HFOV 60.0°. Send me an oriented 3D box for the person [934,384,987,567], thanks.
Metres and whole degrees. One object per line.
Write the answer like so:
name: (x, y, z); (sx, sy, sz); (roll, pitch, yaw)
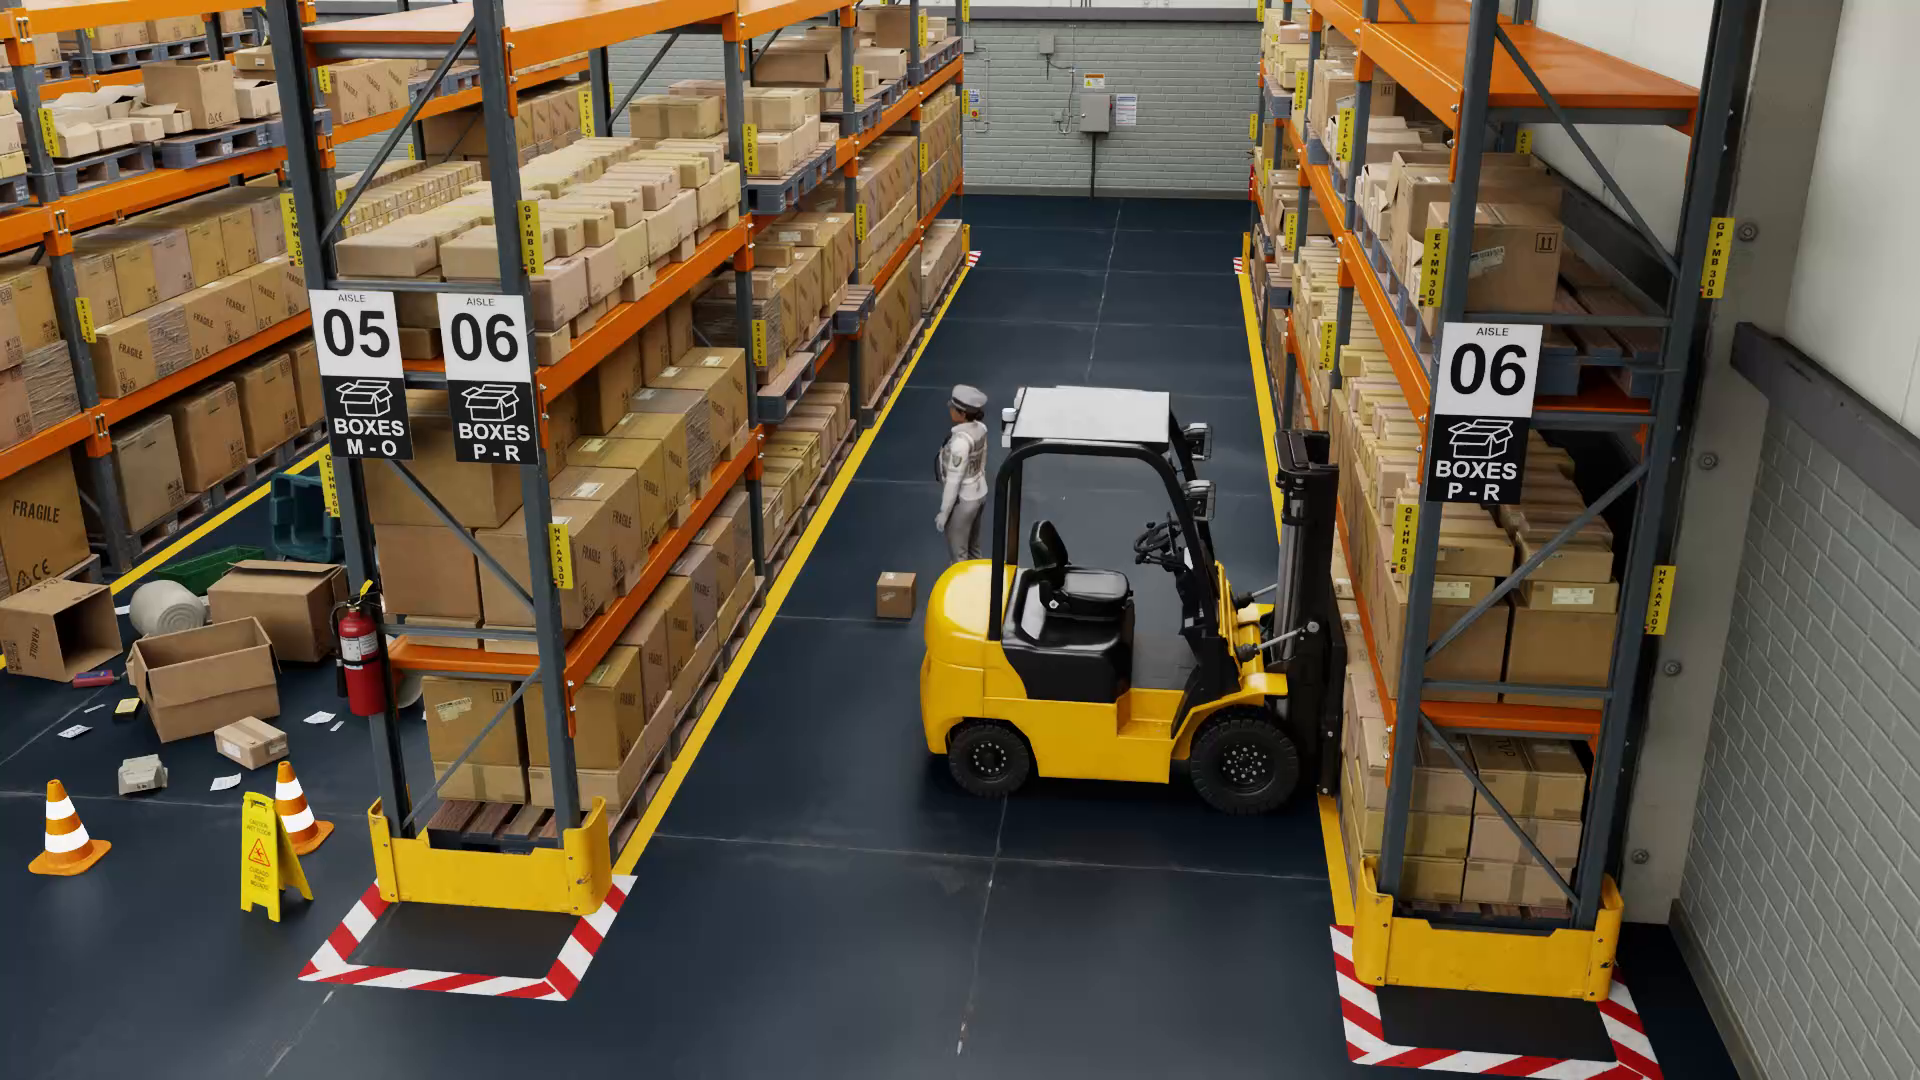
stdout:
person: (0.019, -0.253, 11.689); (0.351, 1.698, 0.512); (7, 22, 17)
